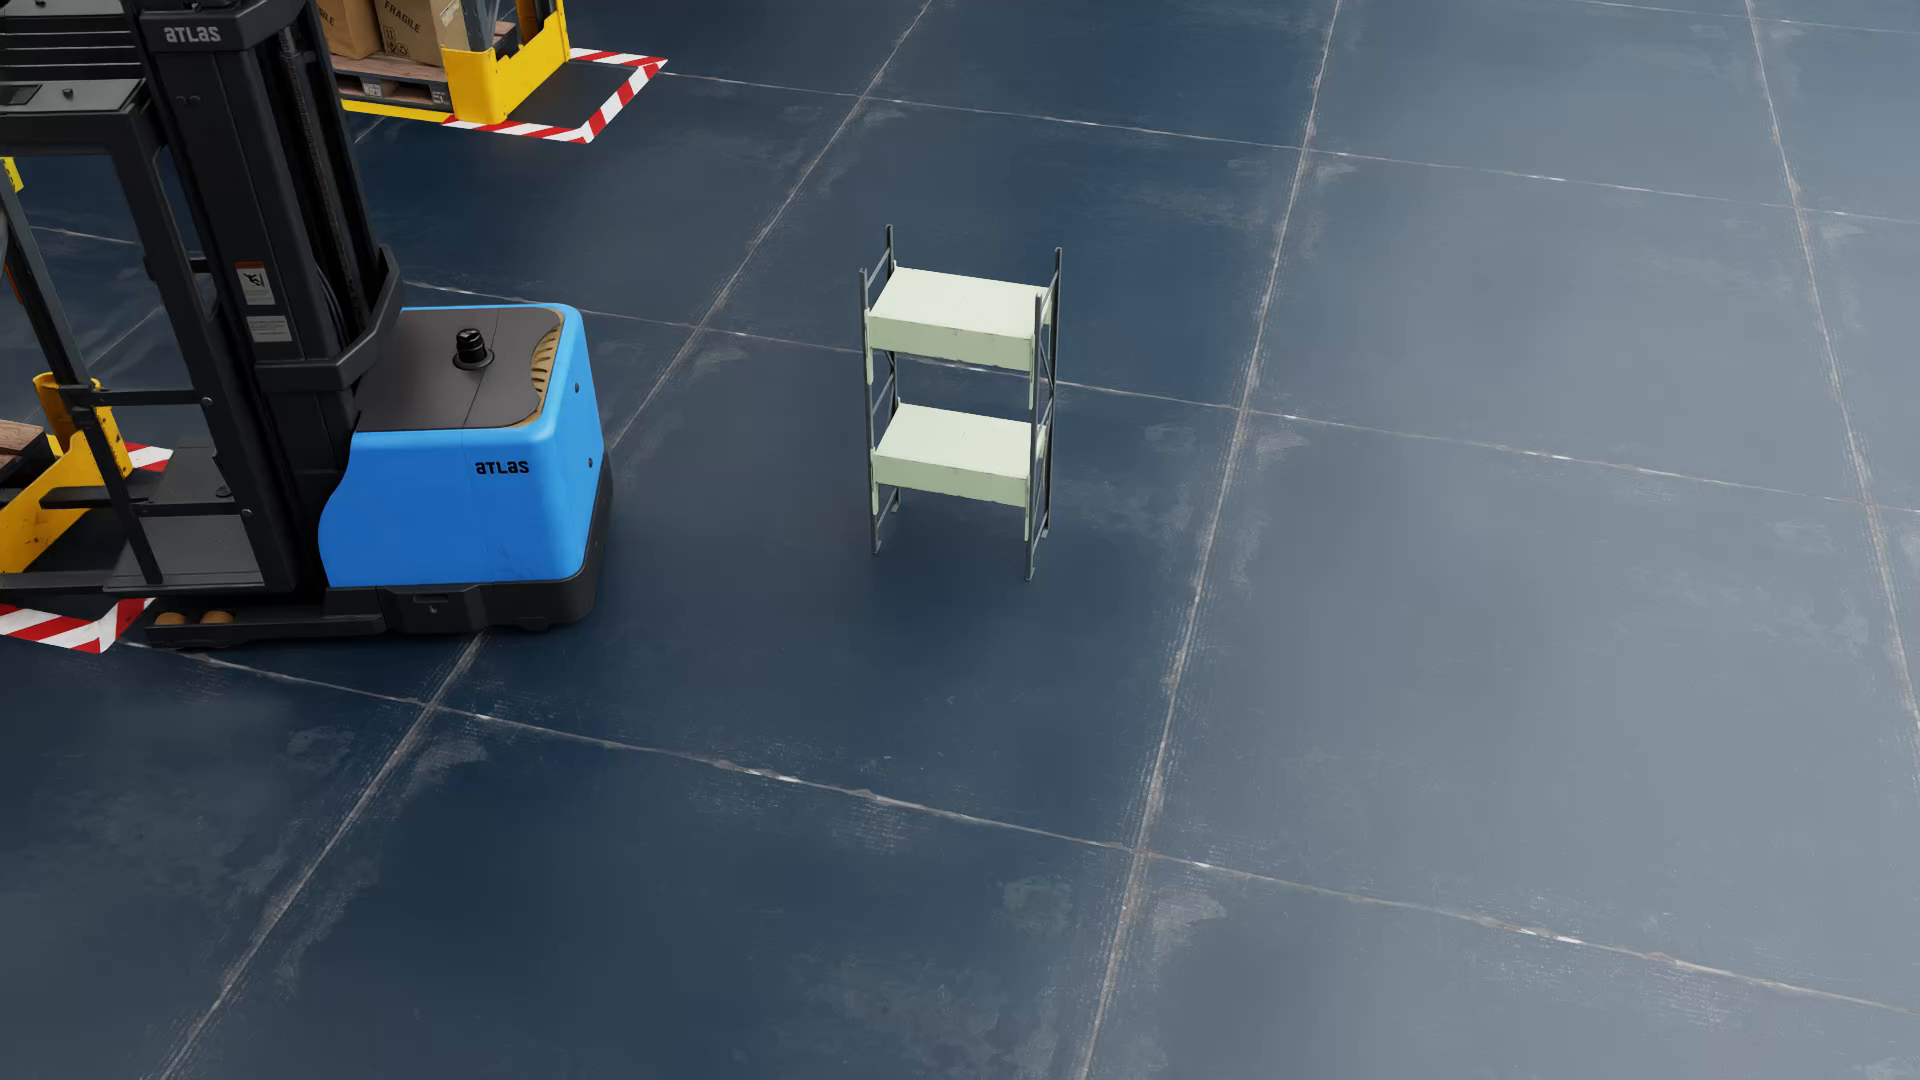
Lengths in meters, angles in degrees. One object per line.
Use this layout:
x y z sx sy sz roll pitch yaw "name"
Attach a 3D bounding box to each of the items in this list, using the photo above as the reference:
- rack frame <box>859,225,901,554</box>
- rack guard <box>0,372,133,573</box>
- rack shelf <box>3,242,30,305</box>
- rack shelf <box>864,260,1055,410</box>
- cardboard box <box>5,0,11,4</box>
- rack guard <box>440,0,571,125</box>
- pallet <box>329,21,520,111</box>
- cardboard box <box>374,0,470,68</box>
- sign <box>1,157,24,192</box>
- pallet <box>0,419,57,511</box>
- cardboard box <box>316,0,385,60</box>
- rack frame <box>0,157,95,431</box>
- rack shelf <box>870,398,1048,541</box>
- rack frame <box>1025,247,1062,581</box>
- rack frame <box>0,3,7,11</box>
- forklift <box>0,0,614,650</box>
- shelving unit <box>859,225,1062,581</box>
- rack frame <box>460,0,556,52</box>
-0.347 -0.634 7.363 0.023 1.500 0.400 10 41 11 "rack frame"
-4.376 -0.230 7.659 0.348 0.500 1.175 10 41 11 "rack guard"
-6.222 -1.260 7.502 4.000 0.370 1.077 10 41 11 "rack shelf"
0.006 -0.872 7.040 0.720 0.370 0.431 10 41 11 "rack shelf"
-6.498 -4.058 11.891 0.500 0.500 0.500 9 41 10 "cardboard box"
-3.083 -3.336 11.358 0.348 0.500 1.175 10 41 11 "rack guard"
-3.859 -3.382 11.638 1.213 0.211 1.003 10 41 11 "pallet"
-3.609 -3.598 11.344 0.500 0.500 0.500 17 43 19 "cardboard box"
-4.144 -1.651 7.192 0.005 0.325 0.100 10 41 11 "sign"
-5.159 -0.257 7.917 1.213 0.211 1.003 10 41 11 "pallet"
-4.195 -3.676 11.437 0.500 0.500 0.500 20 44 23 "cardboard box"
-4.290 -1.203 6.875 0.127 3.000 1.000 10 41 11 "rack frame"
0.006 -0.324 7.501 0.720 0.370 0.431 10 41 11 "rack shelf"
0.360 -0.512 7.218 0.023 1.500 0.400 10 41 11 "rack frame"
-6.874 -4.946 11.331 0.127 3.000 1.000 10 41 11 "rack frame"
-3.149 -0.997 6.682 3.031 2.935 1.130 -2 40 -2 "forklift"
0.006 -0.573 7.291 0.755 1.500 0.431 10 41 11 "shelving unit"
-3.010 -4.281 10.539 0.127 3.000 1.000 10 41 11 "rack frame"
